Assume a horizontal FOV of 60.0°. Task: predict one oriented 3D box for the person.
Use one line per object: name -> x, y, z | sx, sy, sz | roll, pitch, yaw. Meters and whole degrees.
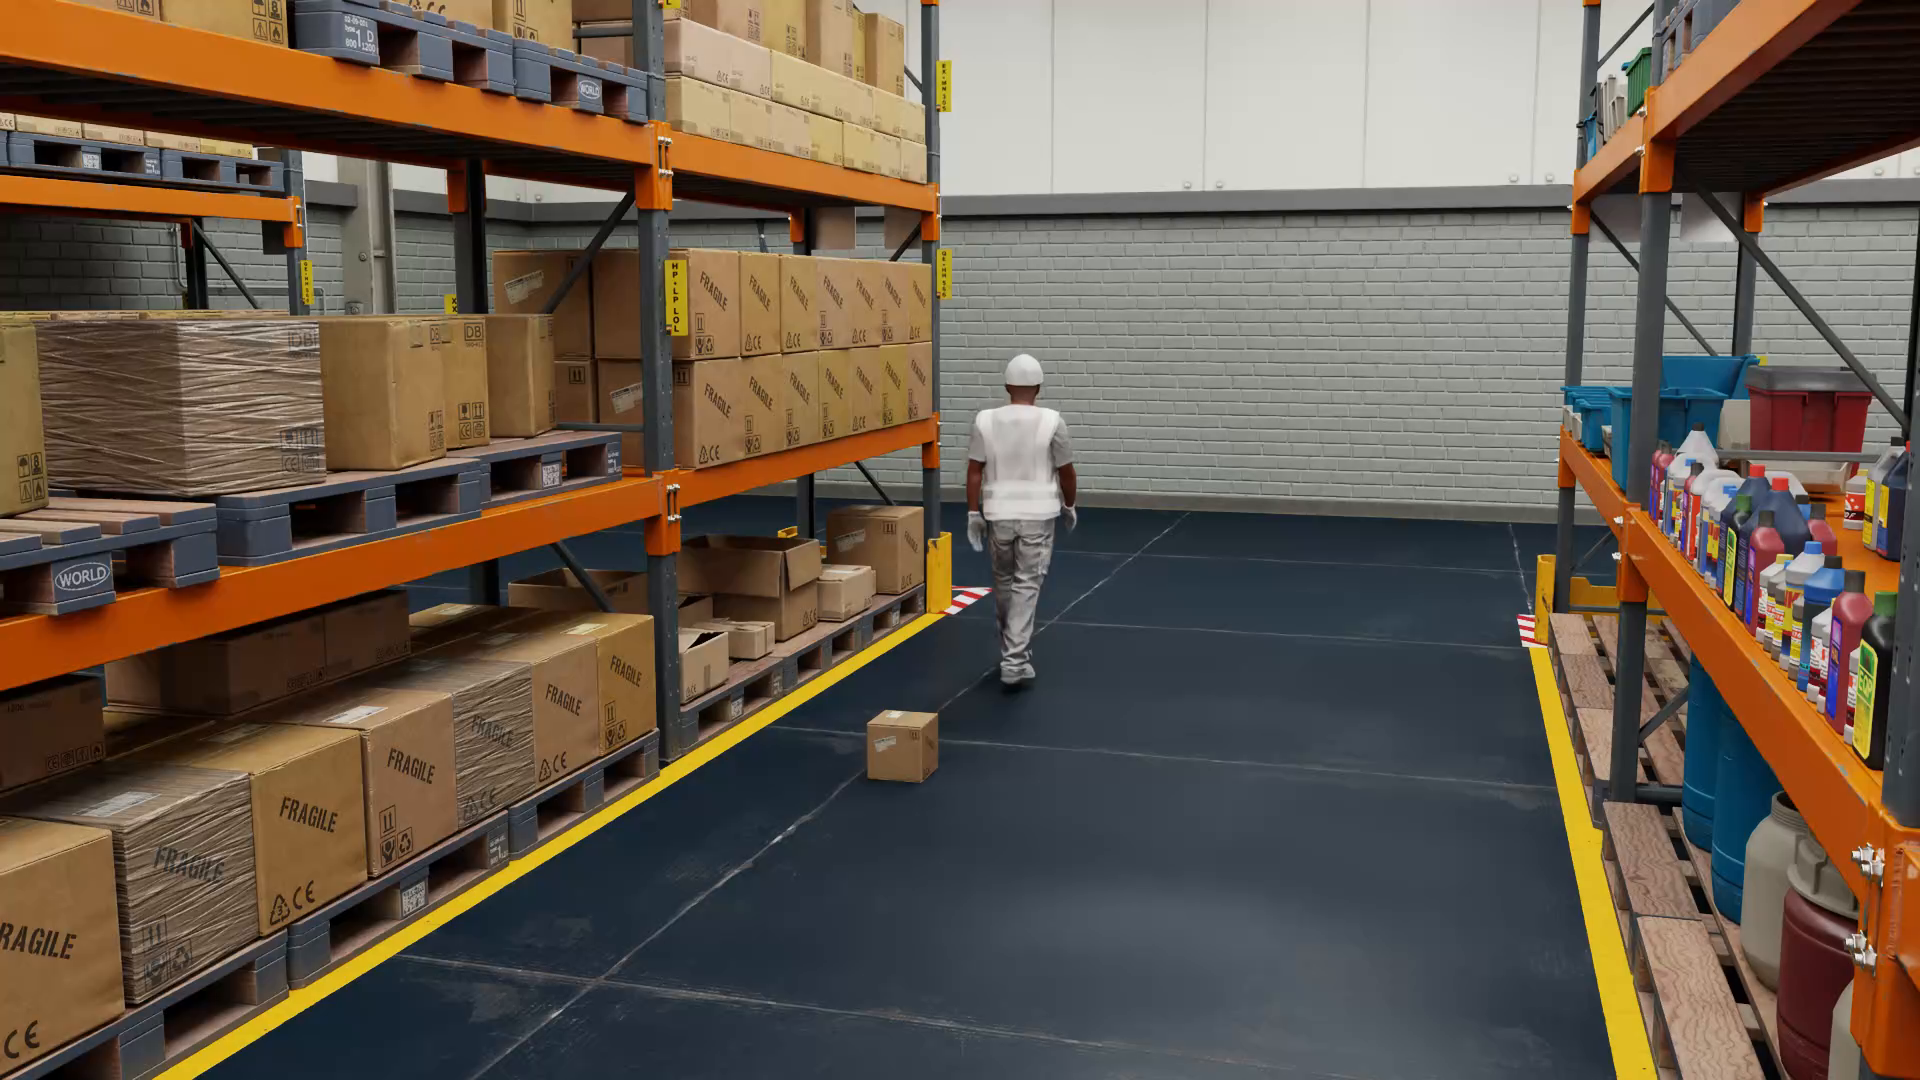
person -> 0.366, -0.139, 9.125 | 0.566, 1.759, 0.924 | 3, 9, 18
